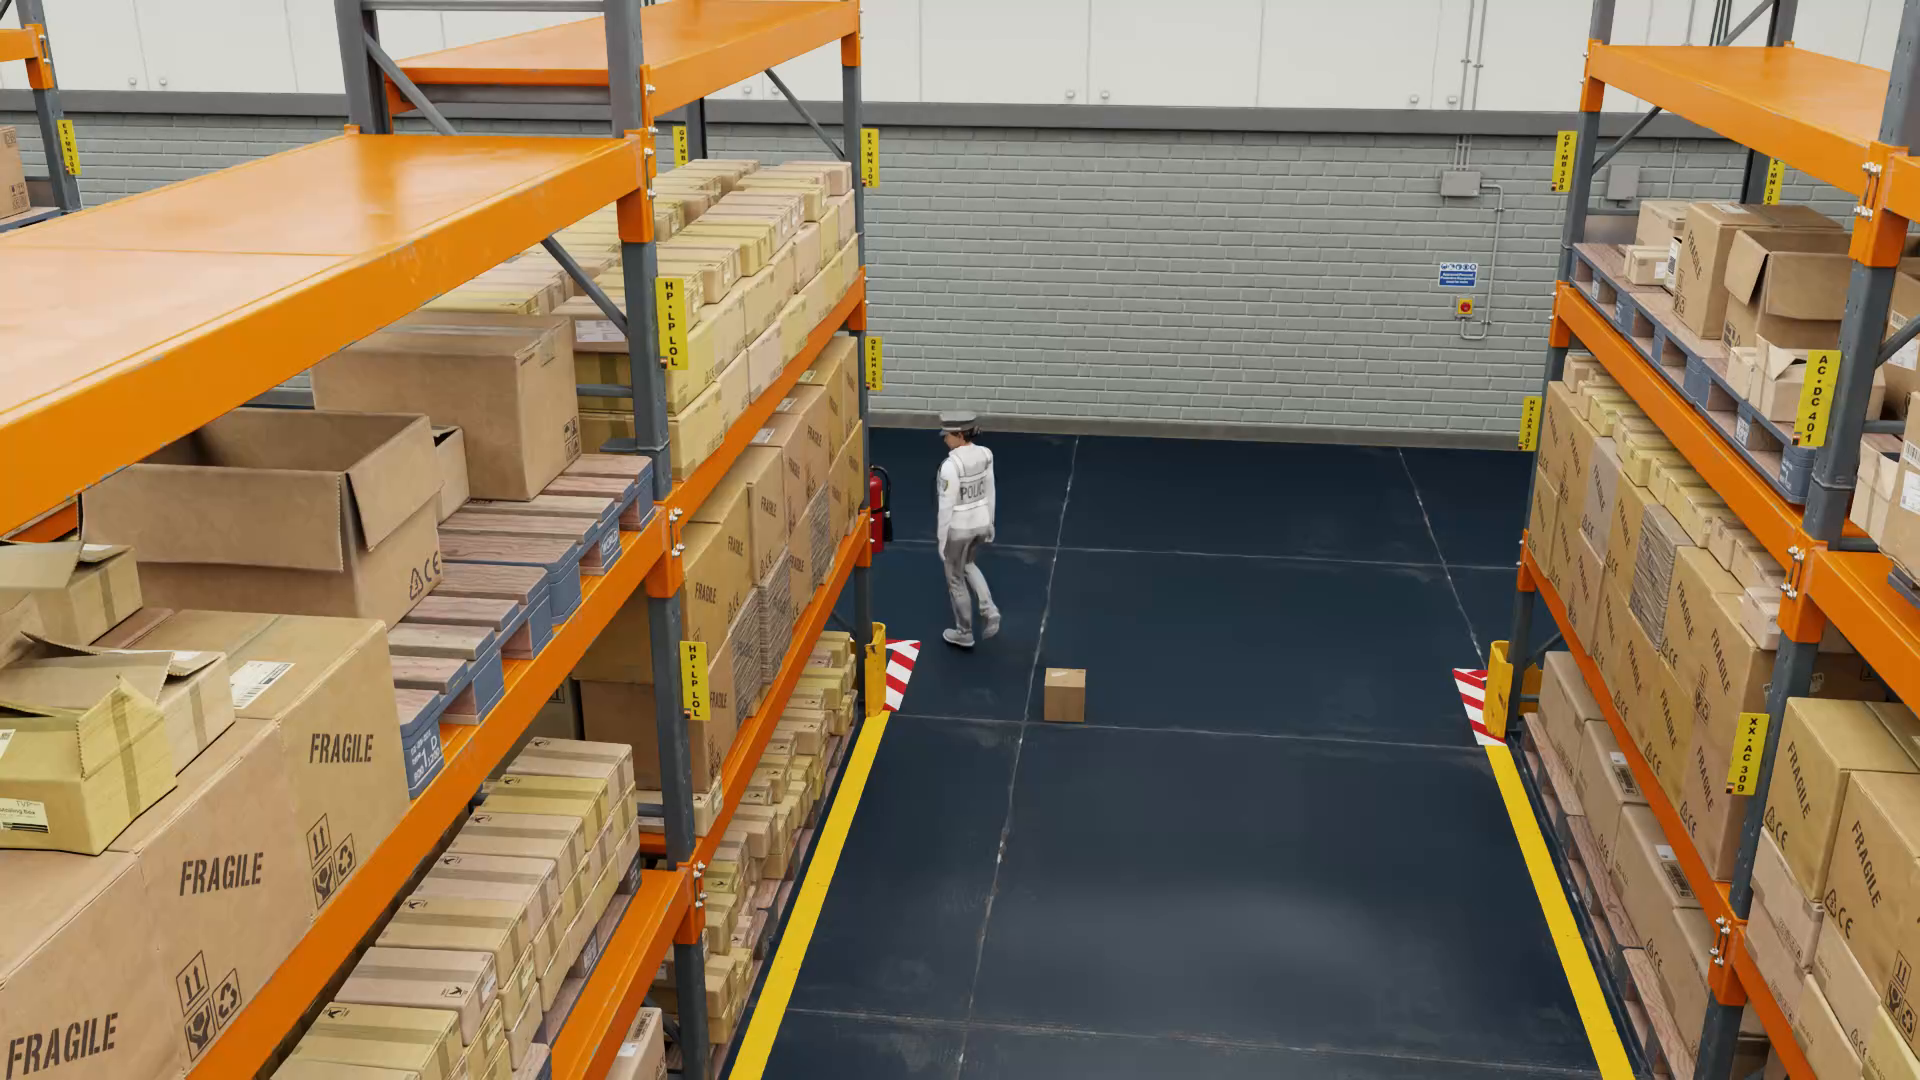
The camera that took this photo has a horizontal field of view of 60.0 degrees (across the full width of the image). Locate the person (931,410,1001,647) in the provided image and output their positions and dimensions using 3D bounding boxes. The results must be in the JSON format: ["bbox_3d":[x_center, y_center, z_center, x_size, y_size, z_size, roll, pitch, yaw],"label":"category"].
[{"bbox_3d":[0.036,-0.063,11.179,0.446,1.659,0.526,20,29,41],"label":"person"}]
